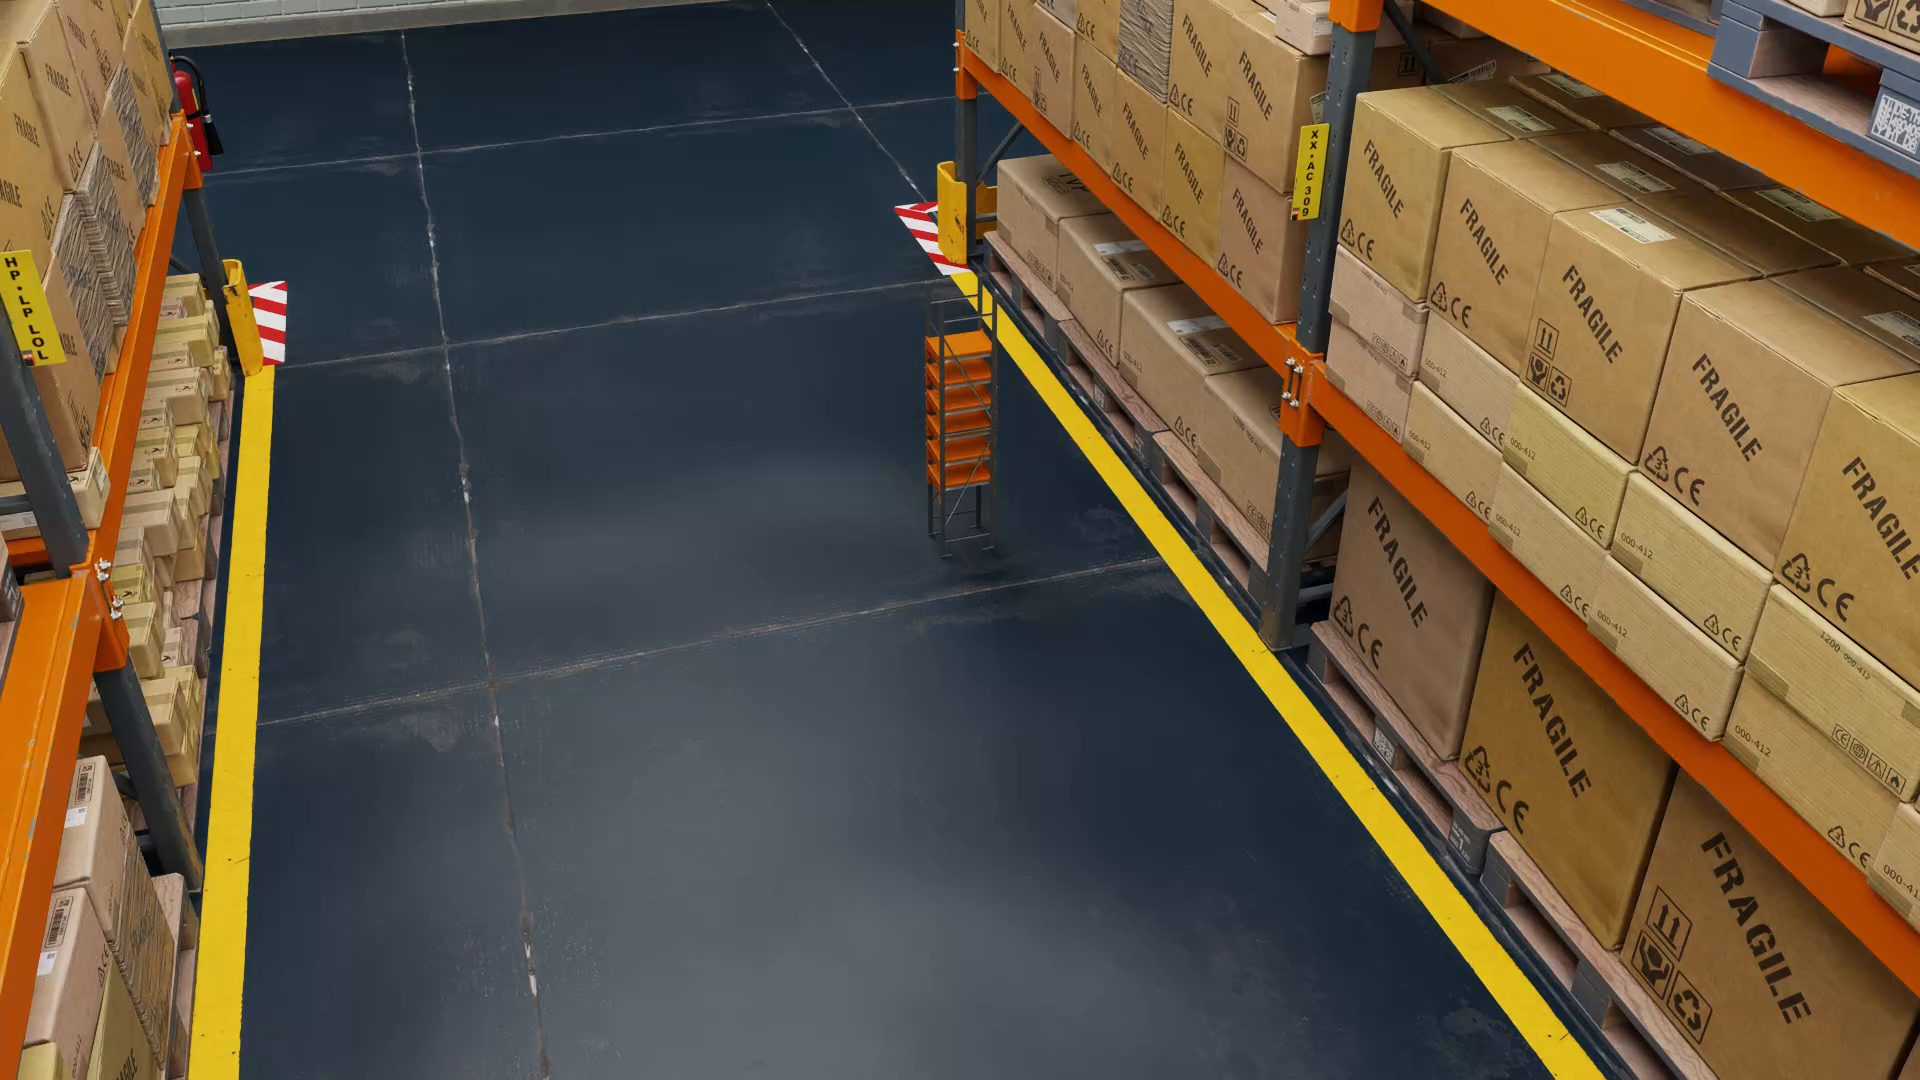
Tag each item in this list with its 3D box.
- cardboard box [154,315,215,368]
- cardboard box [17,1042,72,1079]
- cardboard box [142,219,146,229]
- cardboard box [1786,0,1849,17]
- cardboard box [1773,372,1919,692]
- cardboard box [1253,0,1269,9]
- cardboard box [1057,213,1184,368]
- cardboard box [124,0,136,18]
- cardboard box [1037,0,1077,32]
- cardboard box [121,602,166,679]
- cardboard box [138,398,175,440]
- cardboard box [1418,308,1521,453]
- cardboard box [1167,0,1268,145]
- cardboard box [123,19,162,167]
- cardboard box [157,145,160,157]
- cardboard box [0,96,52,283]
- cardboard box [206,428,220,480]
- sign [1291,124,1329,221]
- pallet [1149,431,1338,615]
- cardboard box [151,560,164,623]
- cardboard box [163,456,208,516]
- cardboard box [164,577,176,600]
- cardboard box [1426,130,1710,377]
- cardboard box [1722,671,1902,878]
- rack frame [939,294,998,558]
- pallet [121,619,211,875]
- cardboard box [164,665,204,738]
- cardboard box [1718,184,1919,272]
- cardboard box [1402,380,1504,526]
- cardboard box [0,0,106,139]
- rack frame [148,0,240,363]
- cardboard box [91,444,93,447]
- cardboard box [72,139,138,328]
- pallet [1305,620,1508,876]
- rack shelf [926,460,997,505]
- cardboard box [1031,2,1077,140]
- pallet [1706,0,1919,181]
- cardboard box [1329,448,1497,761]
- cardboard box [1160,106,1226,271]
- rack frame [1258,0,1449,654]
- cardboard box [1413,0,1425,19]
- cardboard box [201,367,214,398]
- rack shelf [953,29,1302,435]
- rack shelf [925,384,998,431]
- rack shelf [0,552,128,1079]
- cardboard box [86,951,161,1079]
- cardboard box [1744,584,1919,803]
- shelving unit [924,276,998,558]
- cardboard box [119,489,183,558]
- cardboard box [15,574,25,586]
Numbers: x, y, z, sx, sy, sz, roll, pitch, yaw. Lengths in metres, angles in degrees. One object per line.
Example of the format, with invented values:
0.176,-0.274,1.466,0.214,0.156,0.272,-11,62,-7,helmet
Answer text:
-3.590,-0.875,7.518,0.380,0.149,0.250,-11,35,-16,cardboard box
-2.208,1.418,3.589,0.500,0.250,0.500,-12,35,-17,cardboard box
-3.563,-1.364,6.822,0.380,0.149,0.250,-12,35,-17,cardboard box
1.912,-1.270,3.471,0.396,0.266,0.258,-7,34,-11,cardboard box
2.192,-0.034,3.583,0.500,0.500,0.500,-10,35,-15,cardboard box
1.248,-2.045,6.037,0.380,0.149,0.250,-10,35,-15,cardboard box
1.052,-1.315,8.463,0.875,0.438,0.875,-9,35,-13,cardboard box
-3.839,-2.517,7.071,0.500,0.500,0.500,-11,35,-16,cardboard box
0.672,-2.638,7.523,0.500,0.500,0.500,-10,35,-15,cardboard box
-2.930,0.364,5.644,0.380,0.149,0.250,-8,34,-12,cardboard box
-3.462,-0.439,6.860,0.380,0.149,0.250,-11,35,-16,cardboard box
1.740,-0.516,4.993,0.500,0.250,0.500,-9,35,-14,cardboard box
1.134,-1.846,6.325,0.500,0.500,0.500,-11,35,-15,cardboard box
-3.681,-1.834,6.944,0.500,0.500,0.500,-11,35,-16,cardboard box
-3.806,-1.767,7.431,0.380,0.149,0.250,-10,35,-15,cardboard box
-2.901,-0.893,4.613,0.500,0.500,0.500,-9,35,-14,cardboard box
-3.457,-0.355,7.271,0.380,0.149,0.250,-12,35,-17,cardboard box
1.160,-1.218,5.515,0.100,0.325,0.005,-10,35,-15,sign
1.531,-0.167,7.311,1.003,0.211,1.213,-10,35,-15,pallet
-3.152,0.232,6.113,0.380,0.149,0.250,-12,35,-17,cardboard box
-3.281,-0.193,6.757,0.380,0.149,0.250,-10,35,-14,cardboard box
-3.247,0.215,6.409,0.380,0.149,0.250,-11,35,-17,cardboard box
1.730,-0.835,4.795,0.500,0.500,0.500,-10,35,-15,cardboard box
2.198,0.491,3.923,0.500,0.250,0.500,-10,35,-15,cardboard box
0.032,-0.445,6.835,0.240,1.200,0.006,-10,35,-15,rack frame
-3.233,0.785,5.871,1.003,0.211,1.213,-10,35,-15,pallet
-2.881,0.597,5.831,0.380,0.149,0.250,-9,35,-13,cardboard box
2.365,-0.644,4.507,0.500,0.500,0.500,-9,35,-13,cardboard box
1.730,-0.308,5.132,0.500,0.250,0.500,-11,35,-16,cardboard box
-3.353,-1.702,5.838,0.500,0.500,0.500,-11,35,-16,cardboard box
-4.215,-2.132,7.756,1.000,3.000,0.127,-10,35,-15,rack frame
-2.919,-0.254,5.142,0.380,0.149,0.250,-9,35,-13,cardboard box
-3.183,-1.029,5.727,0.500,0.500,0.500,-11,35,-16,cardboard box
1.995,0.638,6.093,1.003,0.211,1.213,-10,35,-15,pallet
0.004,-0.256,7.065,0.258,0.103,0.180,-10,35,-15,rack shelf
0.660,-2.228,7.810,0.500,0.500,0.500,-10,35,-15,cardboard box
2.318,-0.906,3.351,1.003,0.211,1.213,-8,34,-13,pallet
1.954,0.106,5.916,0.875,0.875,0.875,-9,34,-13,cardboard box
1.141,-1.429,6.601,0.500,0.500,0.500,-11,35,-16,cardboard box
1.688,-0.918,5.918,1.000,3.000,0.127,-10,35,-15,rack frame
1.746,-1.988,5.952,0.380,0.149,0.250,-10,35,-14,cardboard box
-3.622,-0.741,7.585,0.380,0.149,0.250,-11,35,-17,cardboard box
1.078,-1.668,7.705,1.077,0.370,4.000,-10,35,-15,rack shelf
0.004,-0.556,6.866,0.258,0.103,0.180,-10,35,-15,rack shelf
-2.385,1.318,3.187,1.077,0.370,4.000,-10,35,-15,rack shelf
-2.373,1.451,4.220,0.500,0.500,0.500,-11,35,-16,cardboard box
2.183,0.291,3.771,0.500,0.250,0.500,-11,35,-16,cardboard box
0.004,-0.493,6.908,0.258,1.200,0.189,-10,35,-15,shelving unit
-3.155,-0.041,6.257,0.380,0.149,0.250,-9,35,-14,cardboard box
-3.555,0.184,5.915,0.380,0.149,0.250,-9,34,-13,cardboard box
